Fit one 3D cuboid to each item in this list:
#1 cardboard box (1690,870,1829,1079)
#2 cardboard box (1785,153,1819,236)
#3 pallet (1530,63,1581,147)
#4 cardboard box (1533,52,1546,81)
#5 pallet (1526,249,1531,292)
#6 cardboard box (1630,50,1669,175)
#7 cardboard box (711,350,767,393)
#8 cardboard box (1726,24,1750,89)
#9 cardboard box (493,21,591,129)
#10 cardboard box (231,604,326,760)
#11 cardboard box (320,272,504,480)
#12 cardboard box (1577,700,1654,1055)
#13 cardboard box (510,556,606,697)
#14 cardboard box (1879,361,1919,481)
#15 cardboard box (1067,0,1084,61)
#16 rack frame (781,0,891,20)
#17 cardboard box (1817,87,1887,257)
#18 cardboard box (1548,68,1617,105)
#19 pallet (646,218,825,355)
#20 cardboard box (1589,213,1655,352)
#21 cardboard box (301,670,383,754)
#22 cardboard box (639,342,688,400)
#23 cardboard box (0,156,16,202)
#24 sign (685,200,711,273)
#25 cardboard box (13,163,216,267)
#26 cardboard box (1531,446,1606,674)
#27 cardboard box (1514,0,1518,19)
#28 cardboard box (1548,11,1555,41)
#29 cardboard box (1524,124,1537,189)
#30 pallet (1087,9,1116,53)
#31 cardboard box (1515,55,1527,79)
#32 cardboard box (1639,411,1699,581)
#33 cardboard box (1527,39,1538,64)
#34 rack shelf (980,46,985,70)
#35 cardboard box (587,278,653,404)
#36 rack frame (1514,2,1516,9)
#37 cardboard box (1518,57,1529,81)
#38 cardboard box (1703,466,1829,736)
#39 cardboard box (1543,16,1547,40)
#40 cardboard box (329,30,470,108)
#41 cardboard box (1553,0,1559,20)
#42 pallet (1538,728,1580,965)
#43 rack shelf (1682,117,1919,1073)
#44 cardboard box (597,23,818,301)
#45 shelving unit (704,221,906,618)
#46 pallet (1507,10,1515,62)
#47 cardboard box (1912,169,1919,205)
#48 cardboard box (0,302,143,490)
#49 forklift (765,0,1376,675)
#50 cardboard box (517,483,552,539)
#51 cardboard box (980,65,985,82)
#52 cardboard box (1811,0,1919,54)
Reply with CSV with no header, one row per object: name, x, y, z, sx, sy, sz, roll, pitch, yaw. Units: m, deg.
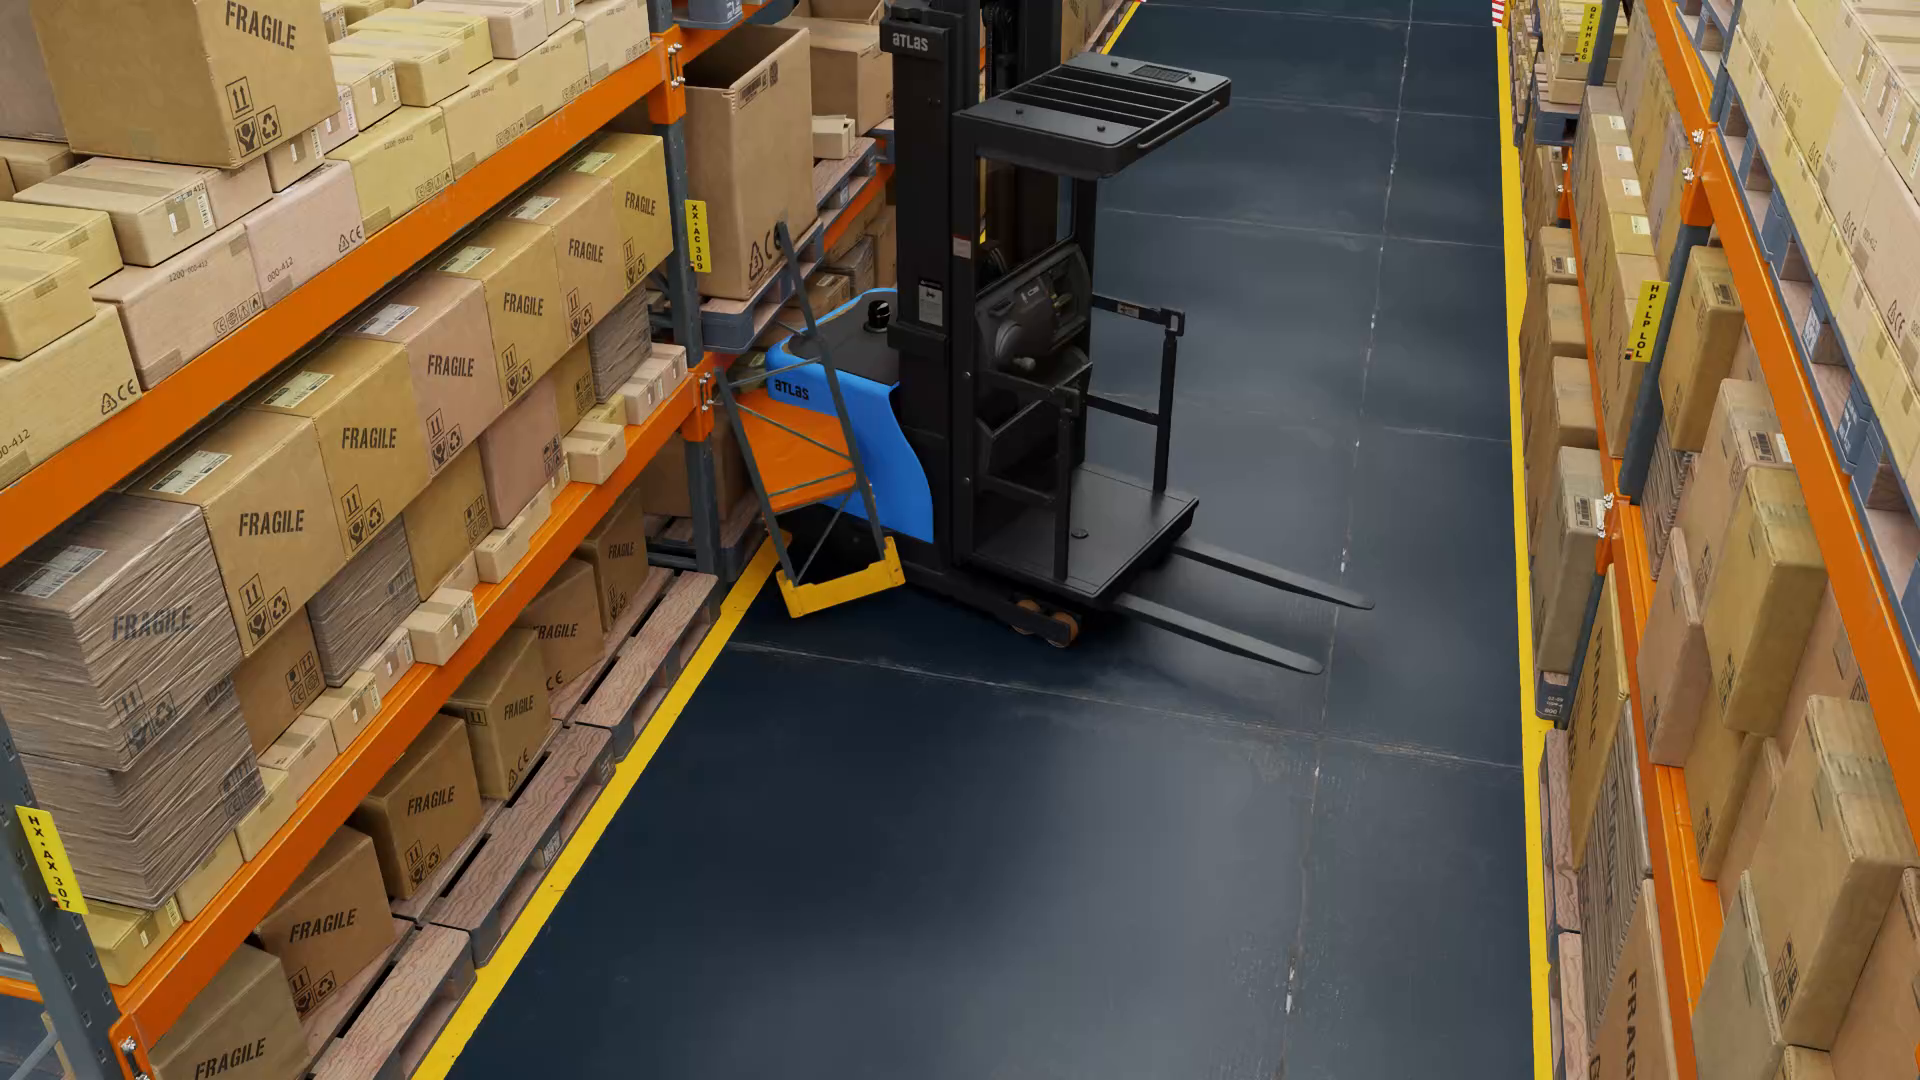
cardboard box,2.259,1.231,3.878,0.875,0.550,0.550,8,33,12
cardboard box,2.362,-0.870,4.276,0.380,0.149,0.250,8,33,12
pallet,4.198,-2.674,10.338,1.213,0.211,1.003,8,33,12
cardboard box,4.692,-3.537,12.758,0.500,0.250,0.500,7,33,10
pallet,4.320,-1.599,11.068,1.003,0.211,1.213,8,33,12
cardboard box,3.741,-2.074,8.191,0.700,0.500,0.500,8,33,12
cardboard box,-1.351,-0.714,8.996,0.700,0.500,0.500,8,33,12
cardboard box,2.684,-1.531,5.316,0.380,0.149,0.250,7,33,12
cardboard box,-1.673,-1.683,5.945,0.500,0.250,0.500,9,34,14
cardboard box,-2.505,0.328,5.067,0.875,0.500,0.500,8,33,12
cardboard box,-1.899,-0.563,5.537,0.500,0.500,0.500,8,33,12
cardboard box,2.653,1.210,5.640,0.875,0.875,0.875,8,33,13
cardboard box,-1.945,0.356,7.333,0.500,0.500,0.500,19,37,27
cardboard box,2.040,-0.212,3.241,0.380,0.149,0.250,8,33,13
cardboard box,0.608,-4.786,15.071,0.875,0.875,0.875,8,33,12
rack frame,-0.652,-3.098,10.827,1.000,3.000,0.127,8,33,12
cardboard box,2.328,-0.840,3.857,0.500,0.250,0.500,8,33,13
cardboard box,3.801,-2.760,10.138,0.380,0.149,0.250,9,33,13
pallet,-1.332,-1.318,8.206,1.003,0.211,1.213,8,33,12
cardboard box,3.235,-1.168,7.699,0.500,0.500,0.500,8,33,13
cardboard box,-2.106,0.528,5.358,0.380,0.149,0.250,8,33,12
cardboard box,-1.437,-0.765,7.391,0.380,0.149,0.250,8,33,12
cardboard box,-2.730,-0.913,4.363,0.380,0.149,0.250,8,33,13
sign,-1.140,-1.318,7.220,0.100,0.325,0.005,8,33,12
cardboard box,-2.146,-0.830,4.231,0.380,0.149,0.250,9,34,14
cardboard box,3.176,0.143,7.434,1.050,0.750,0.750,8,33,12
cardboard box,5.708,-5.267,16.506,0.380,0.149,0.250,9,33,13
cardboard box,3.999,-3.291,10.696,0.380,0.149,0.250,8,33,12
cardboard box,4.559,-2.946,12.527,0.500,0.500,0.500,10,34,15
pallet,0.940,-5.016,16.443,1.003,0.211,1.213,8,33,12
cardboard box,5.168,-4.207,14.838,0.380,0.149,0.250,8,33,12
cardboard box,3.023,-0.165,6.073,0.875,0.550,0.550,8,33,12
cardboard box,5.056,-4.159,14.208,0.380,0.149,0.250,8,33,12
rack shelf,-0.144,-3.832,12.653,1.077,0.370,4.000,8,33,12
cardboard box,-1.841,-0.965,7.101,0.875,0.500,0.500,8,33,12
rack frame,6.150,-6.522,16.213,1.000,3.000,0.127,8,33,12
cardboard box,5.015,-4.036,14.291,0.380,0.149,0.250,7,33,11
cardboard box,2.554,0.212,4.474,0.875,0.550,0.500,8,33,12
cardboard box,4.131,-3.425,11.184,0.380,0.149,0.250,9,34,14
cardboard box,-1.799,-1.500,5.286,0.380,0.149,0.250,10,34,15
cardboard box,3.998,-3.414,10.613,0.380,0.149,0.250,9,34,14
pallet,2.836,1.266,6.561,1.003,0.211,1.213,8,33,12
rack shelf,2.597,-0.219,4.173,1.077,0.370,4.000,8,33,12
cardboard box,-1.330,-1.846,7.907,1.000,1.000,1.000,8,33,13
shelving unit,-0.809,-0.581,8.004,0.587,1.500,1.083,-17,42,-4
pallet,5.891,-4.889,16.243,1.003,0.211,1.213,8,33,12
cardboard box,2.106,-0.682,3.237,0.380,0.149,0.250,8,33,13
cardboard box,-2.310,-0.364,3.870,0.500,0.250,0.500,9,34,14
forklift,0.523,-1.050,7.670,3.031,2.935,1.130,20,37,28
cardboard box,-1.802,-0.123,6.381,0.380,0.149,0.250,8,33,12
cardboard box,-0.223,-3.195,12.569,1.225,0.875,0.875,8,33,13
cardboard box,2.427,-1.338,4.269,0.380,0.149,0.250,8,33,13
